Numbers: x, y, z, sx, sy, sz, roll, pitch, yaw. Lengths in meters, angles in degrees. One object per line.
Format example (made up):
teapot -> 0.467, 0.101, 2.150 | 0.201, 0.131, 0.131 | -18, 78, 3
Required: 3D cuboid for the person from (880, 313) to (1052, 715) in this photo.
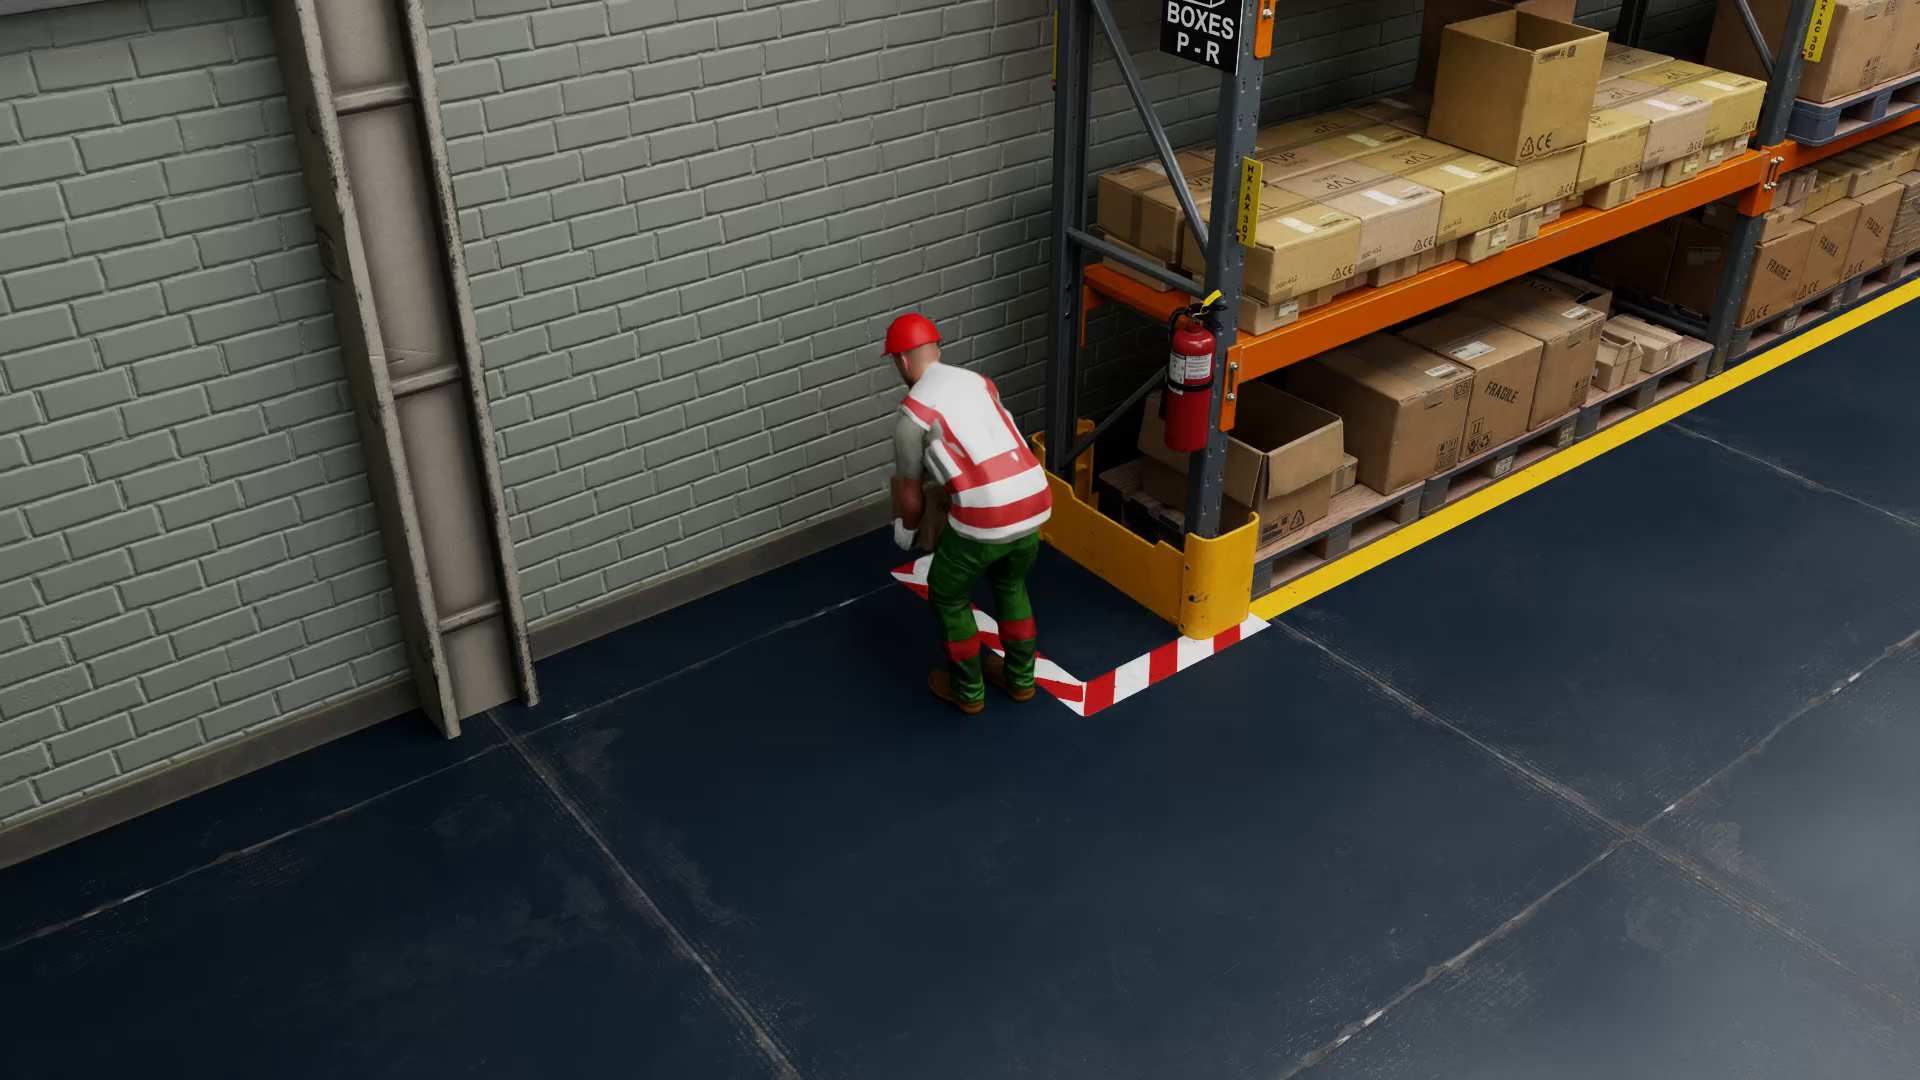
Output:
person -> -0.007, -0.088, 6.500 | 0.493, 1.528, 0.822 | -21, 38, -30
